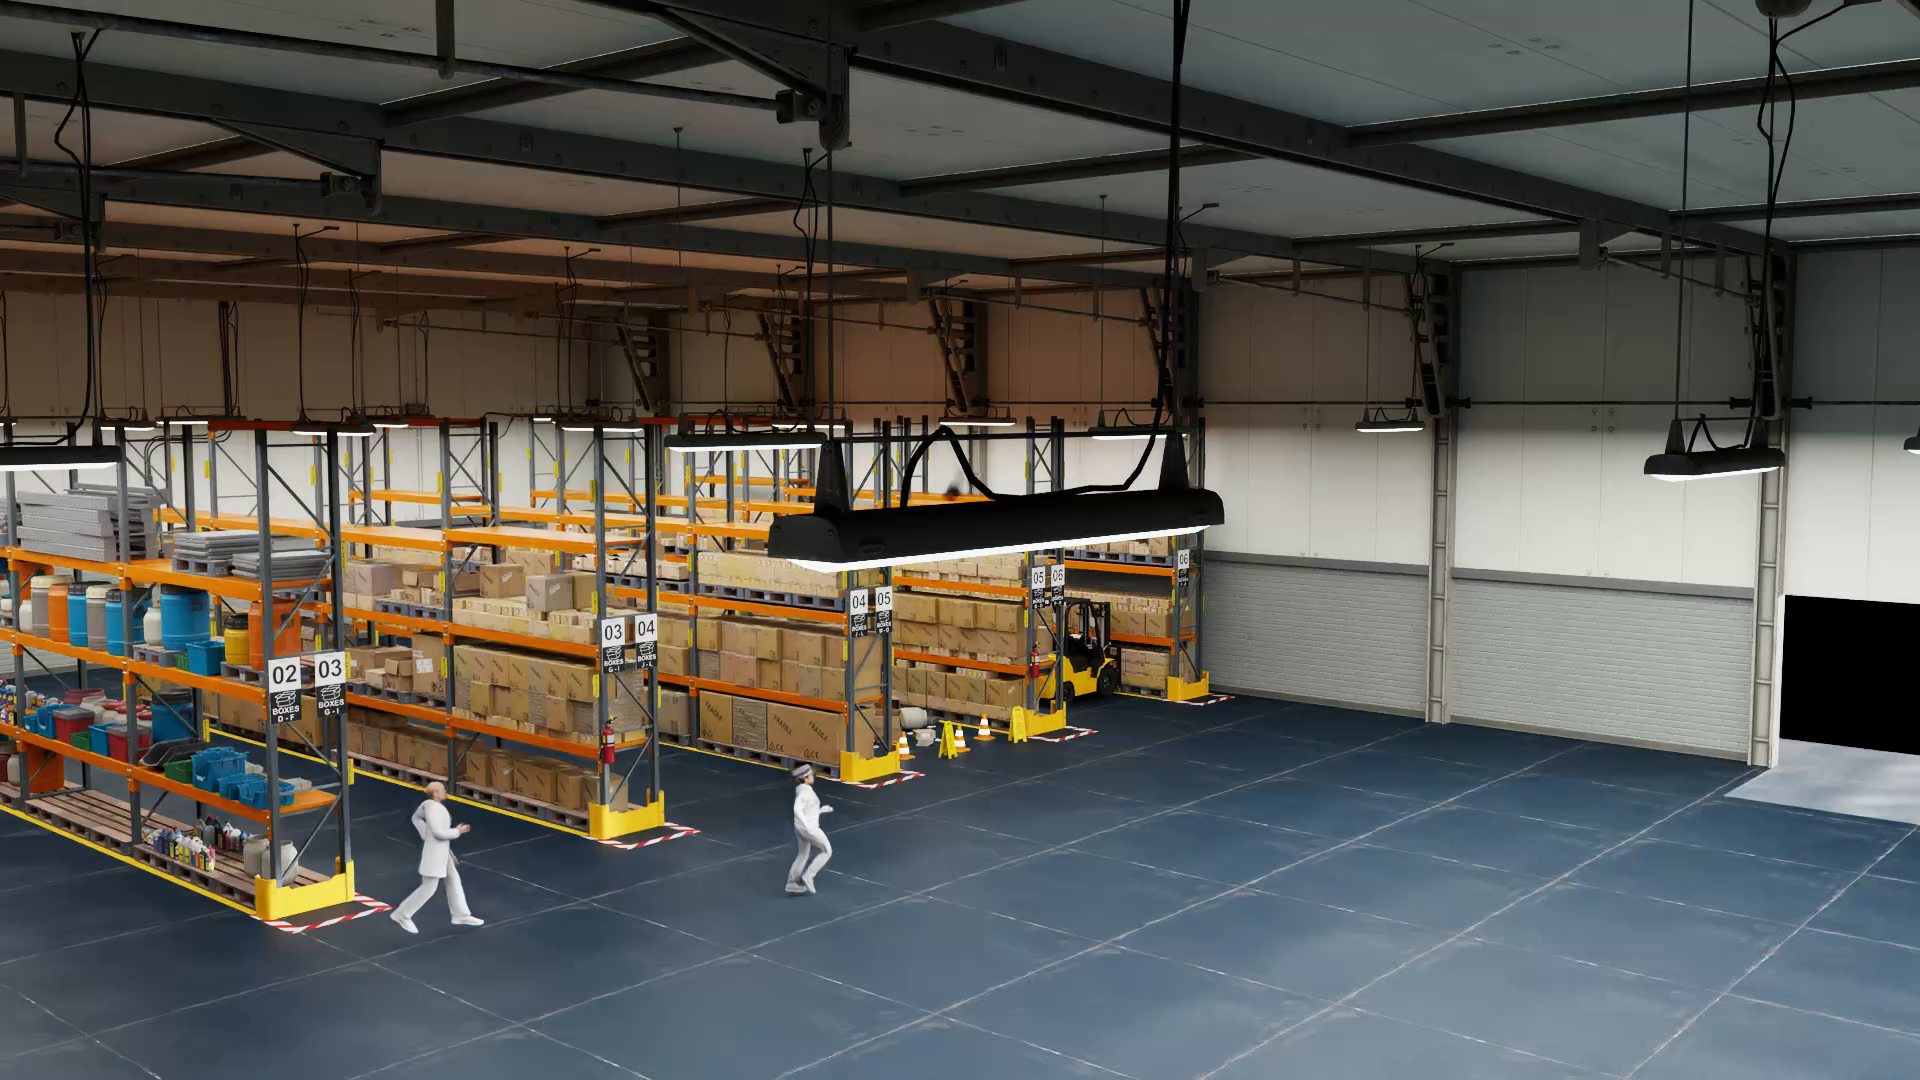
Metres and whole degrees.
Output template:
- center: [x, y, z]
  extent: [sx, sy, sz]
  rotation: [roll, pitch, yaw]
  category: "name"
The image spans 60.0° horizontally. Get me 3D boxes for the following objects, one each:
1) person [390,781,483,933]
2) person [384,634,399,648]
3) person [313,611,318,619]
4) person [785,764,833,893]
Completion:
- center: [-6.253, 3.762, 19.841]
  extent: [1.055, 1.770, 0.731]
  rotation: [-1, 5, -16]
  category: "person"
- center: [-13.632, 2.175, 39.970]
  extent: [0.796, 1.758, 0.695]
  rotation: [0, 5, 1]
  category: "person"
- center: [-14.917, 2.375, 38.211]
  extent: [0.669, 1.607, 0.502]
  rotation: [1, 5, 14]
  category: "person"
- center: [-1.932, 3.706, 21.375]
  extent: [0.647, 1.672, 0.582]
  rotation: [-2, 5, -24]
  category: "person"
